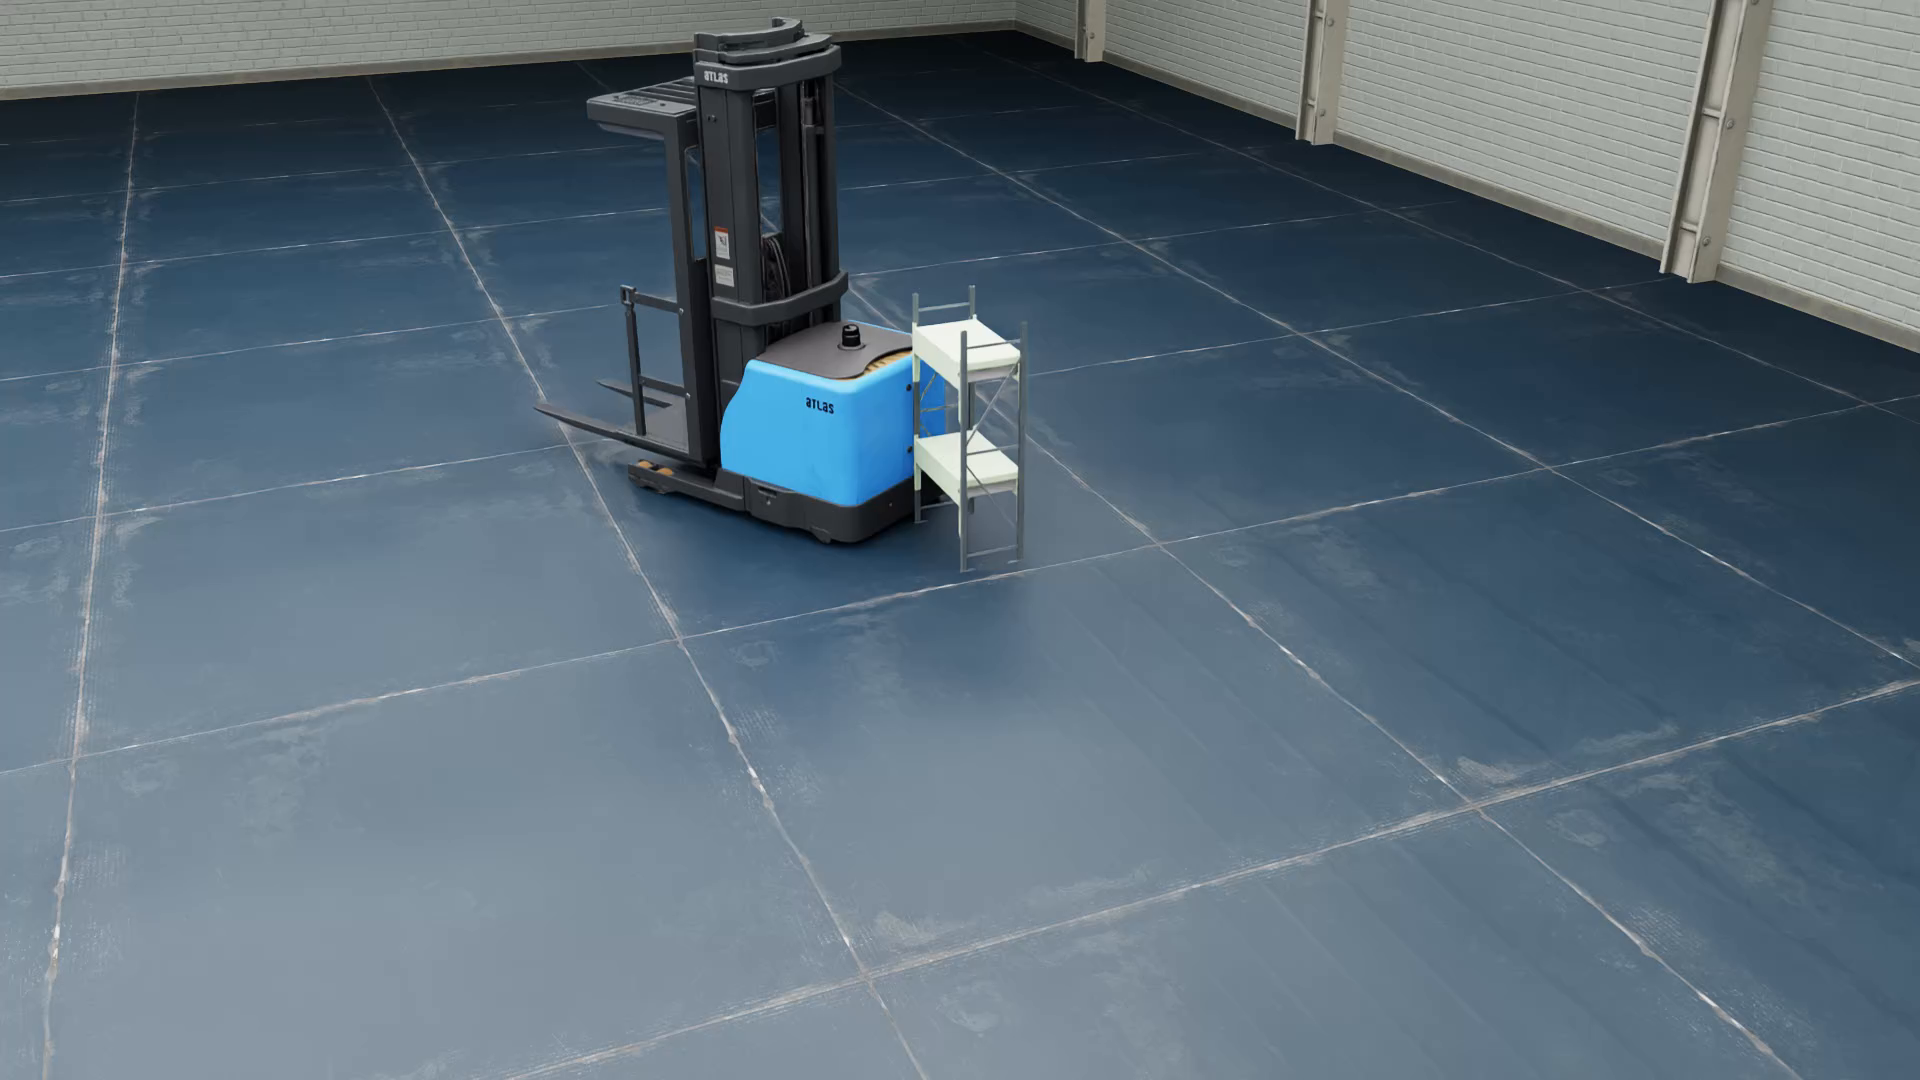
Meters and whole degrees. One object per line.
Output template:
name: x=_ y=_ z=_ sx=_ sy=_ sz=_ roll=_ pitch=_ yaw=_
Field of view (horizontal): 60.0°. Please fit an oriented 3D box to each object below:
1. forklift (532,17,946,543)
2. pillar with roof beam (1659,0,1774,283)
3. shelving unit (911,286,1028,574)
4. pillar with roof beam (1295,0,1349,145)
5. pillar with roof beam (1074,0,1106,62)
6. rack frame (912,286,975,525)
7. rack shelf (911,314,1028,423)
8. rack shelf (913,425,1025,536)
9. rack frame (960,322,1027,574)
forklift: x=-1.573 y=-1.789 z=10.573 sx=3.031 sy=2.935 sz=1.130 roll=17 pitch=31 yaw=31
pillar with roof beam: x=2.691 y=-5.721 z=11.711 sx=9.100 sy=9.000 sz=0.400 roll=-11 pitch=28 yaw=-21
shelving unit: x=0.047 y=-0.661 z=9.895 sx=0.431 sy=1.500 sz=0.755 roll=-11 pitch=28 yaw=-21
pillar with roof beam: x=0.342 y=-8.143 z=16.672 sx=9.100 sy=9.000 sz=0.400 roll=-11 pitch=28 yaw=-21
pillar with roof beam: x=-2.008 y=-10.566 z=21.633 sx=9.100 sy=9.000 sz=0.400 roll=-11 pitch=28 yaw=-21
rack frame: x=-0.097 y=-0.809 z=10.198 sx=0.400 sy=1.500 sz=0.023 roll=-11 pitch=28 yaw=-21
rack shelf: x=0.047 y=-1.012 z=9.724 sx=0.431 sy=0.370 sz=0.720 roll=-11 pitch=28 yaw=-21
rack shelf: x=0.047 y=-0.368 z=10.038 sx=0.431 sy=0.370 sz=0.720 roll=-11 pitch=28 yaw=-21
rack frame: x=0.190 y=-0.514 z=9.592 sx=0.400 sy=1.500 sz=0.023 roll=-11 pitch=28 yaw=-21
